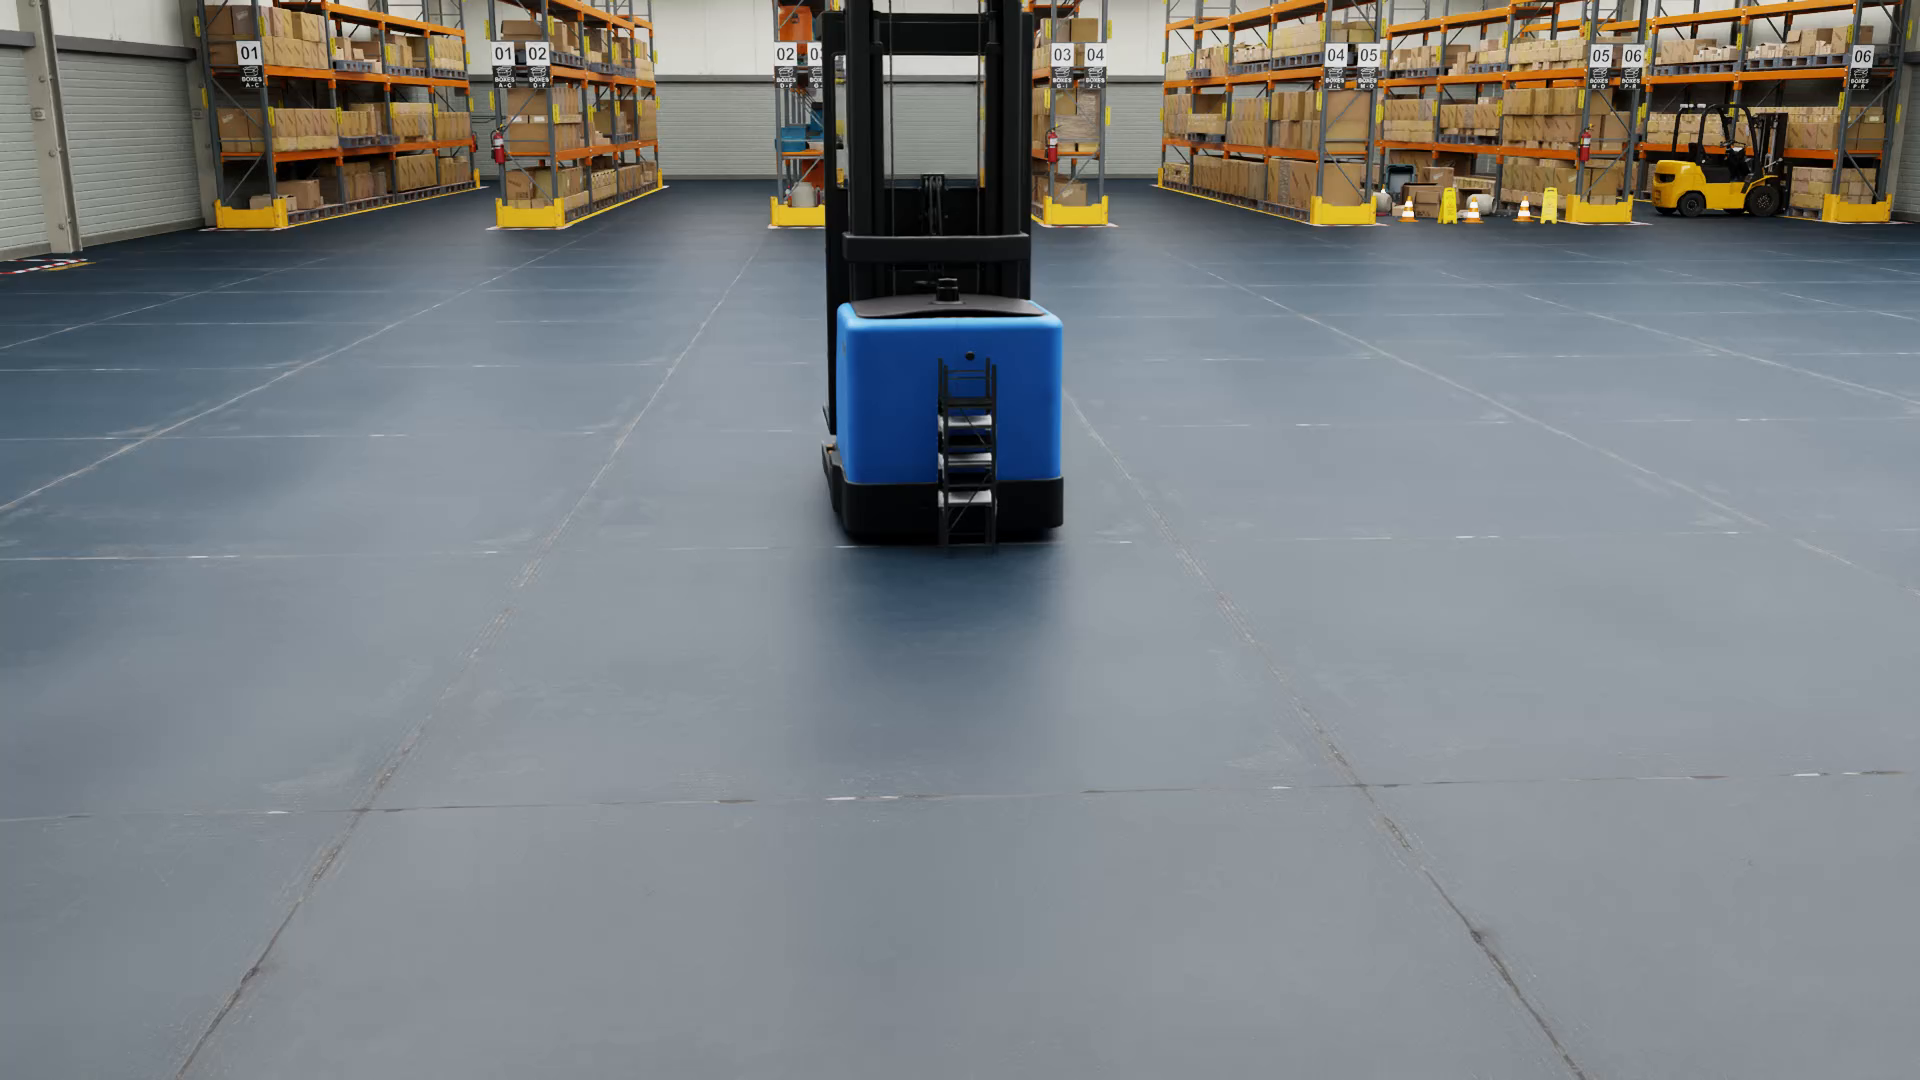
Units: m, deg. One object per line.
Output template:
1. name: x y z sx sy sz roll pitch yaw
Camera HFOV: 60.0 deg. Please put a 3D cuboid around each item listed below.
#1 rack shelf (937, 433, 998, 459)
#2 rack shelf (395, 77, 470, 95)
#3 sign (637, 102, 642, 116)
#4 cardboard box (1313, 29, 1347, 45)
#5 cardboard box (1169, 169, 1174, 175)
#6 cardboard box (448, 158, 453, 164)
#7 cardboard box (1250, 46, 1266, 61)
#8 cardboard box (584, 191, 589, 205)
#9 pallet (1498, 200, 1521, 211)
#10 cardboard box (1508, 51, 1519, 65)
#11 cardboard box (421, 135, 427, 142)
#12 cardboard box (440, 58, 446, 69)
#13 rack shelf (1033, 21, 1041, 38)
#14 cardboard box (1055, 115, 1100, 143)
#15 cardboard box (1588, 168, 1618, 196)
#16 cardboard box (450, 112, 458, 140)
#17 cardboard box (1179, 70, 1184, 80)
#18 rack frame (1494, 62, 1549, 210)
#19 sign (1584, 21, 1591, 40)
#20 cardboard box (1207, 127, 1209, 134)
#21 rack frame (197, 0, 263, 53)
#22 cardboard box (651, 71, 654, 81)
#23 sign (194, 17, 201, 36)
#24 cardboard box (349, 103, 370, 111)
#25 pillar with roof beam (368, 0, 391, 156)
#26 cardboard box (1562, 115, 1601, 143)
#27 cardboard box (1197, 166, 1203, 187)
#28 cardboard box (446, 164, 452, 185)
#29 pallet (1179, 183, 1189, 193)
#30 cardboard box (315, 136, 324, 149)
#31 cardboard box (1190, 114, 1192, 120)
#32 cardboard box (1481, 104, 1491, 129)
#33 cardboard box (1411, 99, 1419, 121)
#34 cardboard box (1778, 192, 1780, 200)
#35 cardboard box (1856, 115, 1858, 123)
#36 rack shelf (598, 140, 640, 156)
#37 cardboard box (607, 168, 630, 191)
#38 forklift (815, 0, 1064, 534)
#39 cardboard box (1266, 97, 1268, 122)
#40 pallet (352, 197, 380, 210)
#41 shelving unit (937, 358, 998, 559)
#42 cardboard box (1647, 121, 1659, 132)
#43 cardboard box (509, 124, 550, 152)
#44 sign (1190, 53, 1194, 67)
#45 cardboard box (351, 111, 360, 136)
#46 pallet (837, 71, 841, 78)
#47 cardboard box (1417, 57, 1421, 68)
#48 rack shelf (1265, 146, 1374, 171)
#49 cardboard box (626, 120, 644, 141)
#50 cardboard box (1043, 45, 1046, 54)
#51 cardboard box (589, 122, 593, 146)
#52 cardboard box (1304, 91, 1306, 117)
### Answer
1. rack shelf: 0.033 -0.434 7.681 0.258 0.077 0.200 -2 15 -7
2. rack shelf: -13.562 -11.637 42.657 1.077 0.370 4.000 -1 14 -3
3. sign: -7.941 -10.682 41.201 0.100 0.325 0.005 -1 14 -3
4. cardboard box: 6.784 -9.225 30.500 0.500 0.250 0.500 -1 14 -3
5. cardboard box: 5.850 -9.949 44.956 0.380 0.149 0.250 0 14 -2
6. cardboard box: -13.254 -9.747 42.762 0.380 0.149 0.250 -1 14 -5
7. cardboard box: 6.517 -10.420 35.620 0.500 0.311 0.500 -1 14 -5
8. cardboard box: -7.752 -6.882 33.431 0.500 0.250 0.500 -1 14 -3
9. pallet: 11.857 -6.911 34.462 1.003 0.211 1.213 -1 14 -3
10. cardboard box: 11.534 -9.838 33.928 0.500 0.250 0.500 -1 14 -5
11. cardboard box: -13.049 -9.651 39.980 0.380 0.149 0.250 -1 14 -3
12. cardboard box: -13.235 -11.970 41.765 0.500 0.250 0.500 -1 14 -5
13. rack shelf: 1.517 -12.130 39.358 1.077 0.370 4.000 -1 14 -3
14. cardboard box: 2.130 -7.610 30.784 0.875 0.500 0.500 -1 14 -3
15. cardboard box: 12.252 -6.879 31.911 0.500 0.500 0.500 -1 14 -5
16. cardboard box: -13.550 -10.678 42.905 0.980 0.700 0.700 -2 15 -6
17. cardboard box: 5.999 -12.064 43.177 0.500 0.250 0.500 -1 14 -4
18. rack frame: 11.780 -8.428 34.761 1.000 3.000 0.127 -1 14 -3
19. sign: 11.472 -9.311 30.397 0.100 0.325 0.005 -1 14 -3
20. cardboard box: 6.067 -9.706 39.391 0.380 0.149 0.250 -1 14 -4
21. rack frame: -12.695 -9.956 28.661 1.000 3.000 0.127 -1 14 -3
22. cardboard box: -8.447 -12.363 44.339 0.500 0.250 0.500 -1 14 -3
23. sign: -13.250 -8.928 28.911 0.100 0.325 0.005 -1 14 -3
24. cardboard box: -13.477 -9.714 37.419 0.500 0.250 0.500 0 14 -2
25. pillar with roof beam: -10.048 -13.167 41.144 9.100 9.000 0.400 -1 14 -3
26. cardboard box: 11.719 -7.756 31.354 0.500 0.500 0.500 -1 14 -4
27. cardboard box: 6.165 -8.989 41.117 0.500 0.500 0.500 0 14 -1
28. cardboard box: -13.410 -9.340 42.482 0.700 0.500 0.500 -1 14 -4
29. pallet: 6.273 -9.132 43.094 1.003 0.211 1.213 -1 14 -3
30. cardboard box: -12.542 -7.620 31.884 0.500 0.250 0.500 -1 14 -4
31. cardboard box: 5.939 -10.511 41.327 0.380 0.149 0.250 0 14 -2
32. cardboard box: 11.490 -9.058 35.572 0.500 0.500 0.500 -1 14 -3
33. cardboard box: 11.175 -10.331 39.951 0.500 0.500 0.500 -1 14 -3
34. cardboard box: 16.539 -6.871 33.388 0.500 0.250 0.500 0 14 -2
35. cardboard box: 17.141 -8.022 31.681 0.380 0.149 0.250 -1 14 -3
36. rack shelf: -8.370 -9.266 39.465 1.077 0.370 4.000 -1 14 -3
37. cardboard box: -8.054 -8.492 39.147 0.500 0.500 0.500 -1 14 -4
38. forklift: -0.200 -1.764 9.001 1.130 2.935 3.031 -2 15 -7
39. cardboard box: 6.809 -8.982 34.709 0.700 0.500 0.500 -1 14 -4
40. pallet: -13.071 -7.193 35.557 1.003 0.211 1.213 -1 14 -3
41. shelving unit: 0.033 -0.379 7.695 0.258 0.900 0.210 -2 15 -7
42. cardboard box: 16.245 -9.555 38.441 0.500 0.250 0.500 -1 14 -3
43. cardboard box: -7.767 -7.293 30.149 0.700 0.500 0.500 -1 14 -3
44. sign: 5.809 -12.008 41.621 0.100 0.325 0.005 -1 14 -3
45. cardboard box: -13.040 -8.736 34.877 0.700 0.500 0.500 1 14 4
46. pallet: -3.331 -11.074 39.404 1.003 0.211 1.213 -1 14 -3
47. cardboard box: 11.097 -11.351 39.529 0.396 0.266 0.258 -1 14 -5
48. rack shelf: 6.969 -7.480 32.523 1.077 0.370 4.000 -1 14 -3
49. cardboard box: -8.254 -10.292 41.805 0.500 0.500 0.500 -1 14 -2
50. cardboard box: 1.743 -9.112 30.903 0.380 0.149 0.250 -1 14 -3
51. cardboard box: -8.094 -8.618 35.300 0.500 0.500 0.500 -1 14 -3
52. cardboard box: 7.084 -8.297 31.784 0.875 0.550 0.550 -1 14 -3
